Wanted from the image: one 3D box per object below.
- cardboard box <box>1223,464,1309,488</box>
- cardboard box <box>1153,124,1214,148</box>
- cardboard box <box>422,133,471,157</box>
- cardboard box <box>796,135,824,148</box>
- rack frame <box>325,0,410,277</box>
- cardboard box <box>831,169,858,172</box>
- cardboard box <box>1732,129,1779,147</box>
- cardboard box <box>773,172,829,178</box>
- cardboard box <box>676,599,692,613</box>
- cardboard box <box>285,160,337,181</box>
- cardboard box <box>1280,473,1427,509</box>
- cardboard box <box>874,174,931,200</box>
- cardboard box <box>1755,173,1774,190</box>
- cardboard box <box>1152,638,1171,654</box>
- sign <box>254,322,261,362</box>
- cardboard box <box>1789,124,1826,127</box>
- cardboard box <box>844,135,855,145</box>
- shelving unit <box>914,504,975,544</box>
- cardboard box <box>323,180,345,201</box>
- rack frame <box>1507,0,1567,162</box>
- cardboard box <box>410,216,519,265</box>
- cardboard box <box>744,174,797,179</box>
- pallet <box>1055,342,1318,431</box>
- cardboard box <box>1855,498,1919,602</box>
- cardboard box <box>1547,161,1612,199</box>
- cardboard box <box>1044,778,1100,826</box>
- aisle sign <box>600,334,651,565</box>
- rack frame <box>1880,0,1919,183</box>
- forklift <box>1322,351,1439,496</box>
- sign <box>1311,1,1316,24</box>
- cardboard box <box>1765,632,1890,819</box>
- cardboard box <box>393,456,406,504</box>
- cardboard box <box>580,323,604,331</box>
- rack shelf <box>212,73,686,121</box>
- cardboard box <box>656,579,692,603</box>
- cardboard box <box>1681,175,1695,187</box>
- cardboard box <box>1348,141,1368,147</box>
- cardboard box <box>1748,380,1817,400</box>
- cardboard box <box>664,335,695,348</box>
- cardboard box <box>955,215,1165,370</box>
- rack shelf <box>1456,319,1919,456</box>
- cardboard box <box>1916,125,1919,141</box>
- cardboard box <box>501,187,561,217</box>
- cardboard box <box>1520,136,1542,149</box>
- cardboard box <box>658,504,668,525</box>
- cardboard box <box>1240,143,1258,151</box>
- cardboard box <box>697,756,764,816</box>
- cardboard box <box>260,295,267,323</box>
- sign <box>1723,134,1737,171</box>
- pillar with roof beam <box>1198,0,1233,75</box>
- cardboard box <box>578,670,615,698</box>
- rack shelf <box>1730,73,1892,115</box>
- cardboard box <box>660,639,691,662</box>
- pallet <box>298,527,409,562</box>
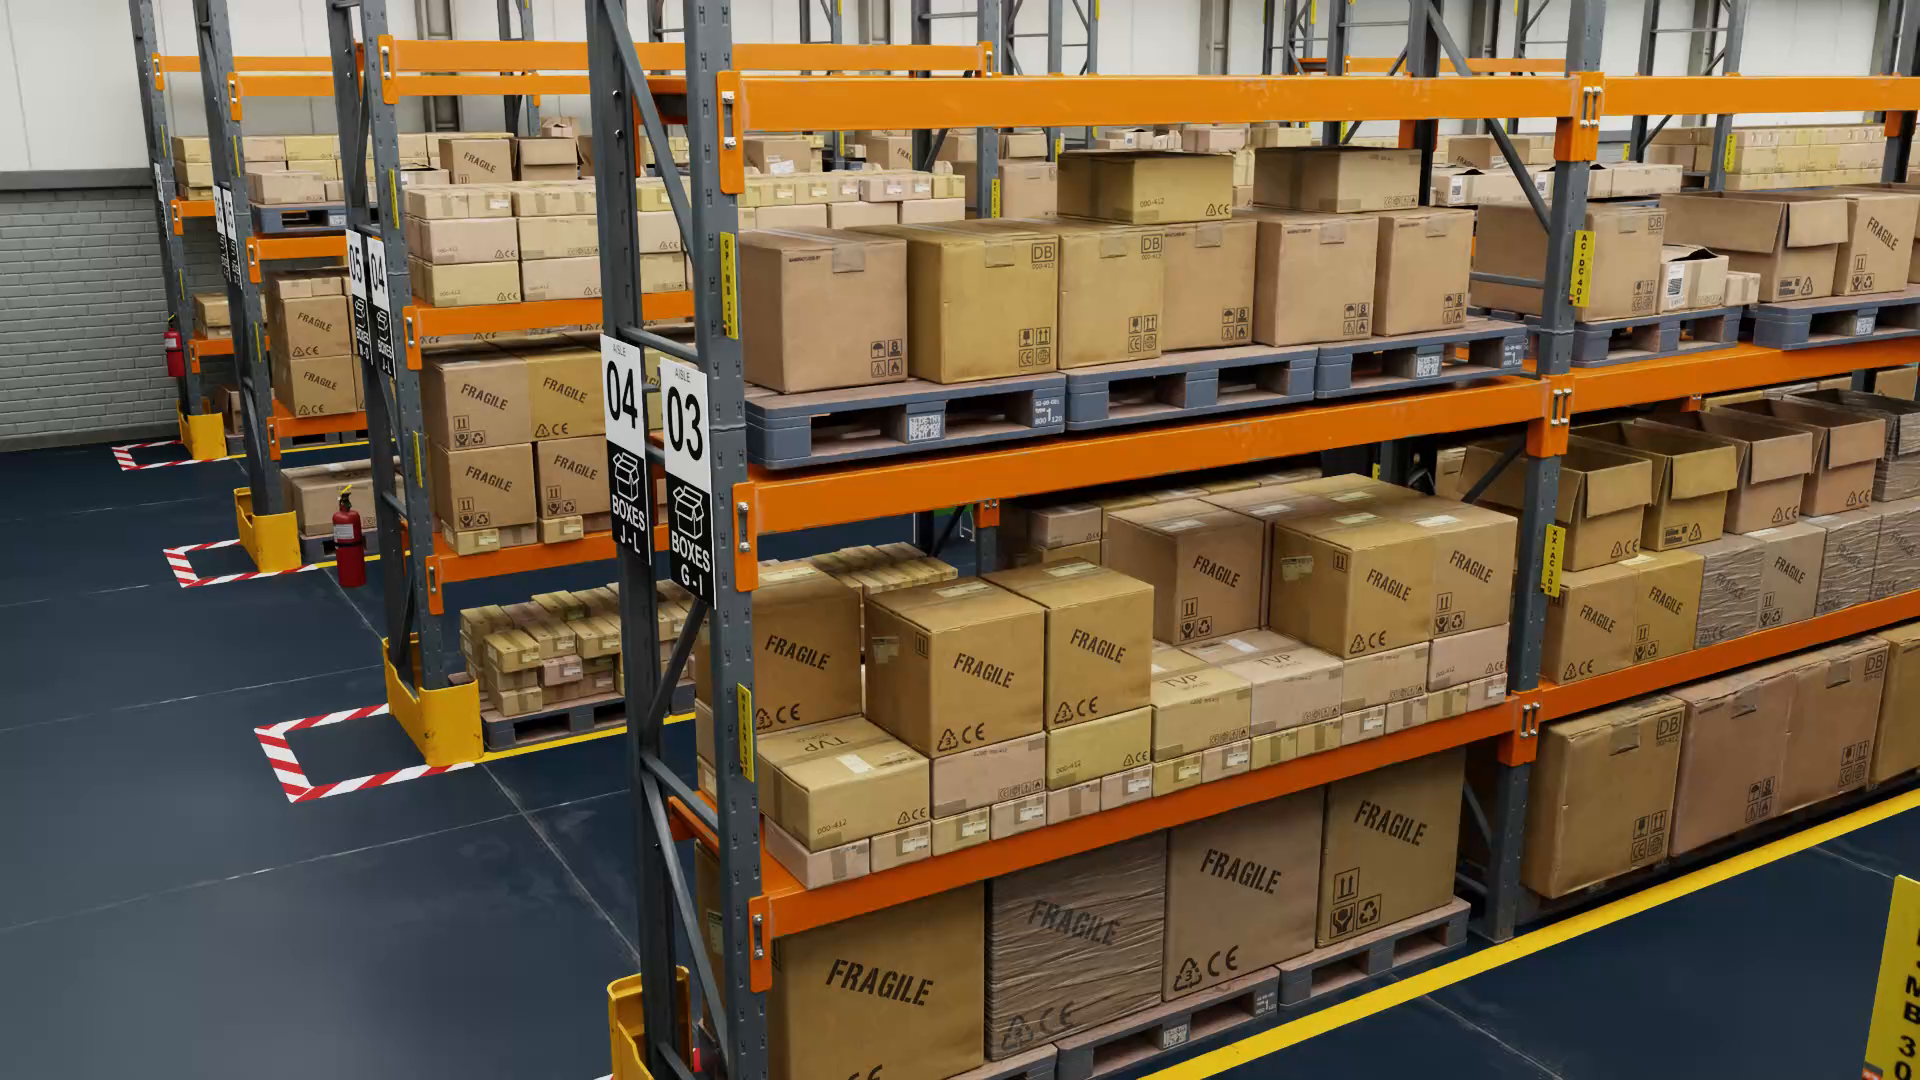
[{"bbox_3d":[2.506,-0.427,13.681,0.500,0.250,0.500,-9,18,-29],"label":"cardboard box"},{"bbox_3d":[3.342,-6.122,24.821,0.637,0.503,0.797,-9,18,-28],"label":"cardboard box"},{"bbox_3d":[-5.979,-4.577,19.264,0.500,0.250,0.500,-10,18,-31],"label":"cardboard box"},{"bbox_3d":[-1.953,-5.166,21.554,0.250,0.149,0.380,-9,18,-28],"label":"cardboard box"},{"bbox_3d":[-3.473,-3.073,9.540,0.127,3.000,1.000,-9,18,-30],"label":"rack frame"},{"bbox_3d":[-1.137,-3.703,17.000,0.250,0.166,0.380,-8,17,-25],"label":"cardboard box"},{"bbox_3d":[7.519,-3.818,15.779,0.250,0.149,0.380,-9,18,-30],"label":"cardboard box"},{"bbox_3d":[-1.101,-2.457,11.513,0.250,0.149,0.380,-10,18,-31],"label":"cardboard box"},{"bbox_3d":[-1.731,0.518,11.246,0.250,0.149,0.380,-9,18,-29],"label":"cardboard box"},{"bbox_3d":[-7.277,-4.121,18.563,0.500,0.250,0.500,-10,18,-31],"label":"cardboard box"},{"bbox_3d":[1.881,-0.003,8.042,0.500,0.500,0.500,-9,18,-30],"label":"cardboard box"},{"bbox_3d":[-0.393,-2.399,11.307,0.250,0.149,0.380,-9,18,-28],"label":"cardboard box"},{"bbox_3d":[7.521,-3.434,15.889,0.250,0.149,0.380,-9,18,-29],"label":"cardboard box"},{"bbox_3d":[0.589,0.563,7.411,0.500,0.250,0.500,-9,18,-30],"label":"cardboard box"},{"bbox_3d":[-5.828,-1.641,13.797,0.005,0.325,0.100,-9,18,-30],"label":"sign"},{"bbox_3d":[8.702,-4.217,17.203,0.250,0.149,0.380,-9,18,-30],"label":"cardboard box"},{"bbox_3d":[-1.322,-5.358,22.563,0.500,0.250,0.500,-9,18,-30],"label":"cardboard box"},{"bbox_3d":[-0.142,-0.555,15.006,0.503,1.200,0.258,-9,18,-30],"label":"shelving unit"},{"bbox_3d":[-5.451,-3.049,14.516,0.250,0.149,0.380,-11,19,-34],"label":"cardboard box"},{"bbox_3d":[7.606,-6.428,21.510,0.127,3.000,1.000,-9,18,-30],"label":"rack frame"},{"bbox_3d":[-2.954,-1.799,9.906,0.500,0.250,0.500,-9,18,-29],"label":"cardboard box"},{"bbox_3d":[-1.312,-2.416,11.368,0.250,0.149,0.380,-10,18,-31],"label":"cardboard box"},{"bbox_3d":[0.672,-0.700,6.798,1.213,0.211,1.003,-9,18,-30],"label":"pallet"},{"bbox_3d":[5.127,0.011,9.468,0.500,0.500,0.500,-9,18,-30],"label":"cardboard box"},{"bbox_3d":[5.424,-3.210,14.787,0.500,0.311,0.500,-10,19,-32],"label":"cardboard box"},{"bbox_3d":[0.349,0.982,6.655,0.250,0.149,0.380,-10,18,-31],"label":"cardboard box"},{"bbox_3d":[-1.221,-0.334,6.067,0.004,0.787,0.394,-9,18,-30],"label":"aisle sign"},{"bbox_3d":[5.852,-3.023,9.363,0.127,3.000,1.000,-9,18,-30],"label":"rack frame"},{"bbox_3d":[3.108,-0.224,10.620,3.031,2.935,1.130,8,18,27],"label":"forklift"},{"bbox_3d":[5.314,-7.936,25.013,0.005,0.325,0.100,-9,18,-30],"label":"sign"},{"bbox_3d":[4.482,0.899,9.642,0.875,0.875,1.225,-9,18,-30],"label":"cardboard box"},{"bbox_3d":[-4.814,-0.528,15.545,0.875,0.438,0.875,-9,18,-28],"label":"cardboard box"},{"bbox_3d":[-3.381,-2.203,15.514,0.500,0.500,0.500,-10,18,-31],"label":"cardboard box"},{"bbox_3d":[-4.394,-3.943,14.718,4.000,0.370,1.077,-9,18,-30],"label":"rack shelf"},{"bbox_3d":[-2.009,0.398,11.674,0.250,0.149,0.380,-10,18,-32],"label":"cardboard box"},{"bbox_3d":[6.961,-3.551,16.304,0.250,0.149,0.380,-9,18,-30],"label":"cardboard box"},{"bbox_3d":[4.616,-4.659,19.744,0.250,0.149,0.380,-10,18,-31],"label":"cardboard box"},{"bbox_3d":[8.159,-1.229,17.235,0.875,0.875,0.875,-9,18,-29],"label":"cardboard box"},{"bbox_3d":[-1.630,-1.068,10.915,0.500,0.500,0.500,-10,18,-31],"label":"cardboard box"},{"bbox_3d":[0.376,-0.984,6.495,0.500,0.500,0.700,-11,19,-33],"label":"cardboard box"},{"bbox_3d":[4.138,-0.955,8.873,4.000,0.370,1.077,-9,18,-30],"label":"rack shelf"},{"bbox_3d":[9.694,-4.171,17.038,0.250,0.149,0.380,-9,18,-29],"label":"cardboard box"},{"bbox_3d":[-2.580,-2.033,10.002,0.250,0.149,0.380,-9,18,-30],"label":"cardboard box"},{"bbox_3d":[7.227,-5.105,21.333,0.250,0.149,0.380,-9,18,-29],"label":"cardboard box"},{"bbox_3d":[-1.949,-0.230,10.978,0.250,0.149,0.380,-10,18,-31],"label":"cardboard box"},{"bbox_3d":[2.454,-3.093,13.566,0.258,0.266,0.396,-9,18,-30],"label":"cardboard box"},{"bbox_3d":[-0.870,0.973,6.688,0.250,0.149,0.380,-9,18,-29],"label":"cardboard box"},{"bbox_3d":[-7.709,-2.605,18.713,0.500,0.250,0.500,-9,18,-29],"label":"cardboard box"},{"bbox_3d":[7.101,-3.573,15.340,0.005,0.325,0.100,-9,18,-30],"label":"sign"},{"bbox_3d":[6.203,-6.692,22.450,0.400,9.000,9.100,-9,18,-30],"label":"pillar with roof beam"},{"bbox_3d":[-2.467,0.896,11.000,0.250,0.149,0.380,-9,18,-29],"label":"cardboard box"},{"bbox_3d":[8.528,-4.480,16.634,4.000,0.370,1.077,-9,18,-30],"label":"rack shelf"},{"bbox_3d":[-2.009,0.681,11.217,0.250,0.149,0.380,-10,19,-32],"label":"cardboard box"},{"bbox_3d":[-5.464,-0.102,15.223,1.213,0.211,1.003,-9,18,-30],"label":"pallet"}]
